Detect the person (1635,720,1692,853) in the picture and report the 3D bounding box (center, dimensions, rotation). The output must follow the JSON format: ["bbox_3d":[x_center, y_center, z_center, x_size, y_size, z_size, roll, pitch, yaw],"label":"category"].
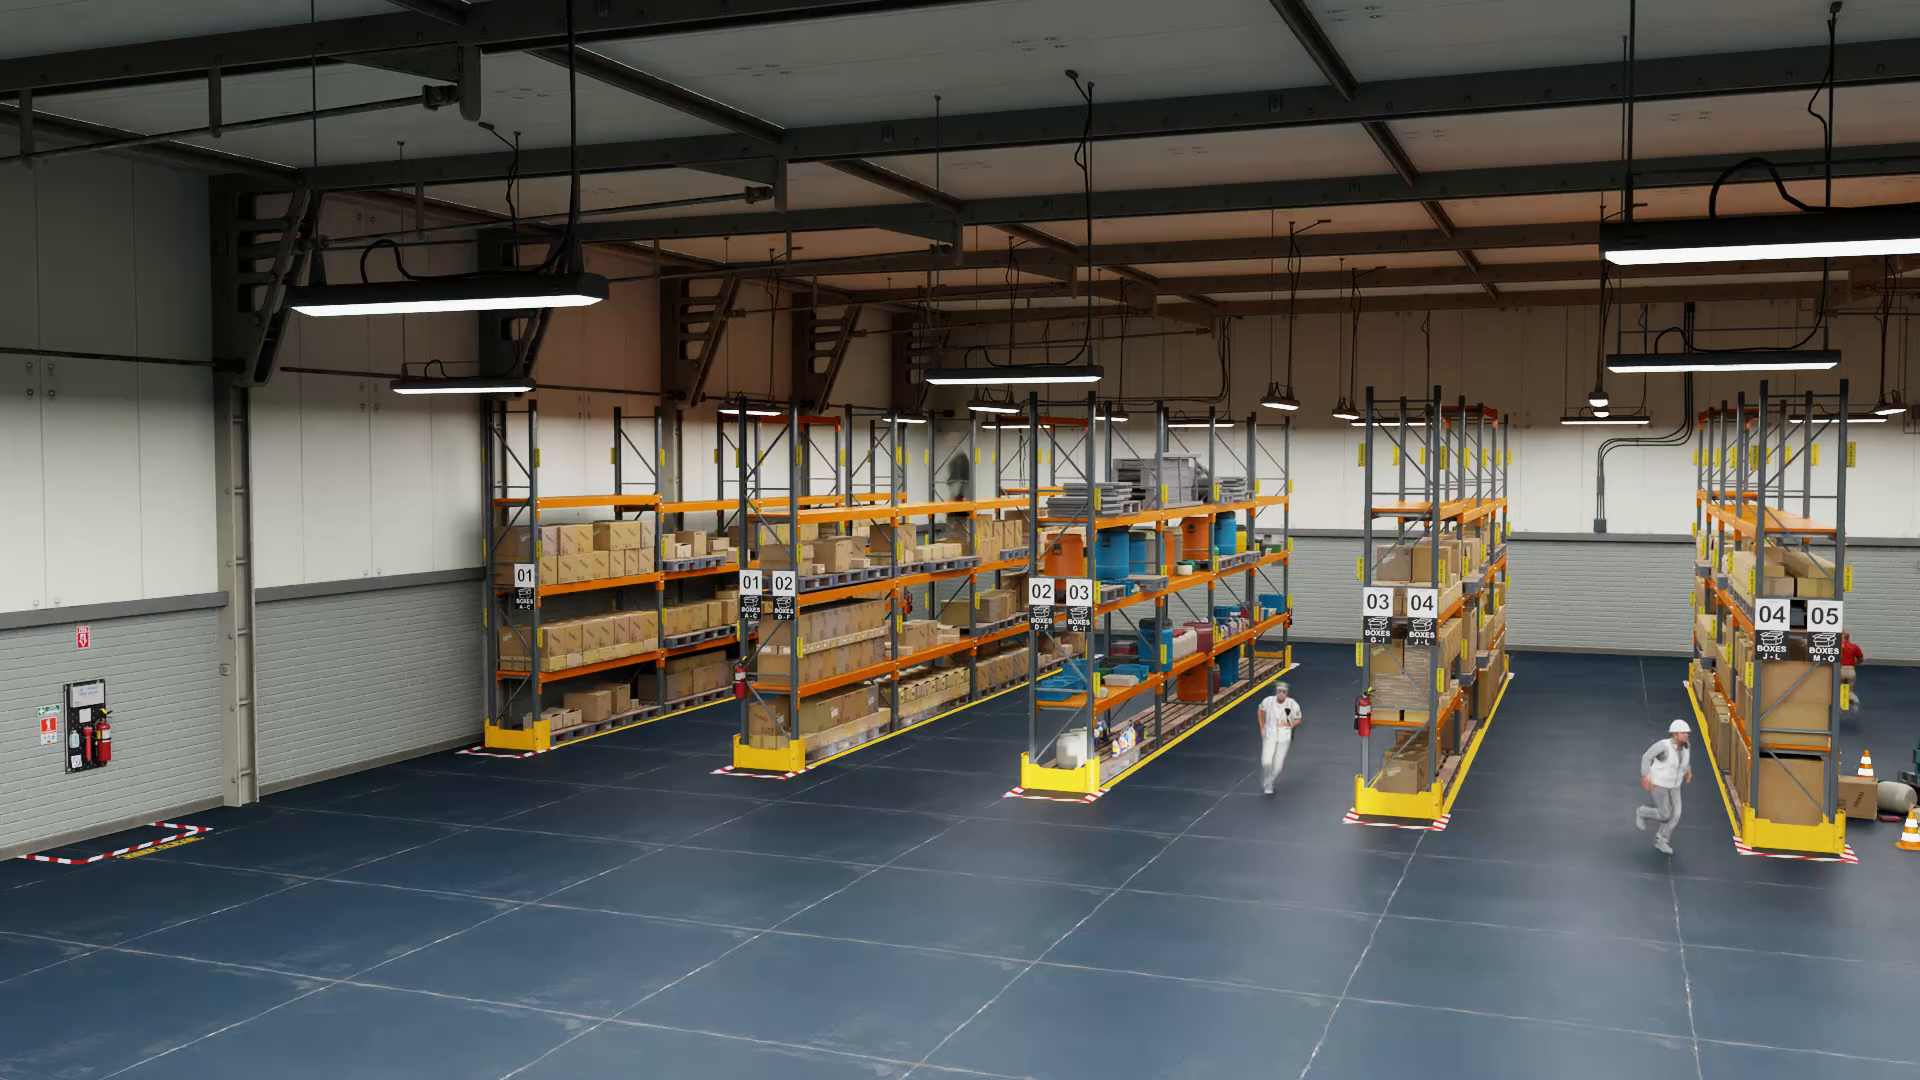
[{"bbox_3d":[8.976,3.122,21.243,0.587,1.711,0.805,-1,3,-26],"label":"person"}]

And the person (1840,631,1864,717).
[{"bbox_3d":[16.955,2.609,31.869,0.672,1.727,0.815,0,3,8],"label":"person"}]

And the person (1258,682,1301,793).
[{"bbox_3d":[4.749,2.935,24.746,0.629,1.701,0.631,1,3,11],"label":"person"}]
